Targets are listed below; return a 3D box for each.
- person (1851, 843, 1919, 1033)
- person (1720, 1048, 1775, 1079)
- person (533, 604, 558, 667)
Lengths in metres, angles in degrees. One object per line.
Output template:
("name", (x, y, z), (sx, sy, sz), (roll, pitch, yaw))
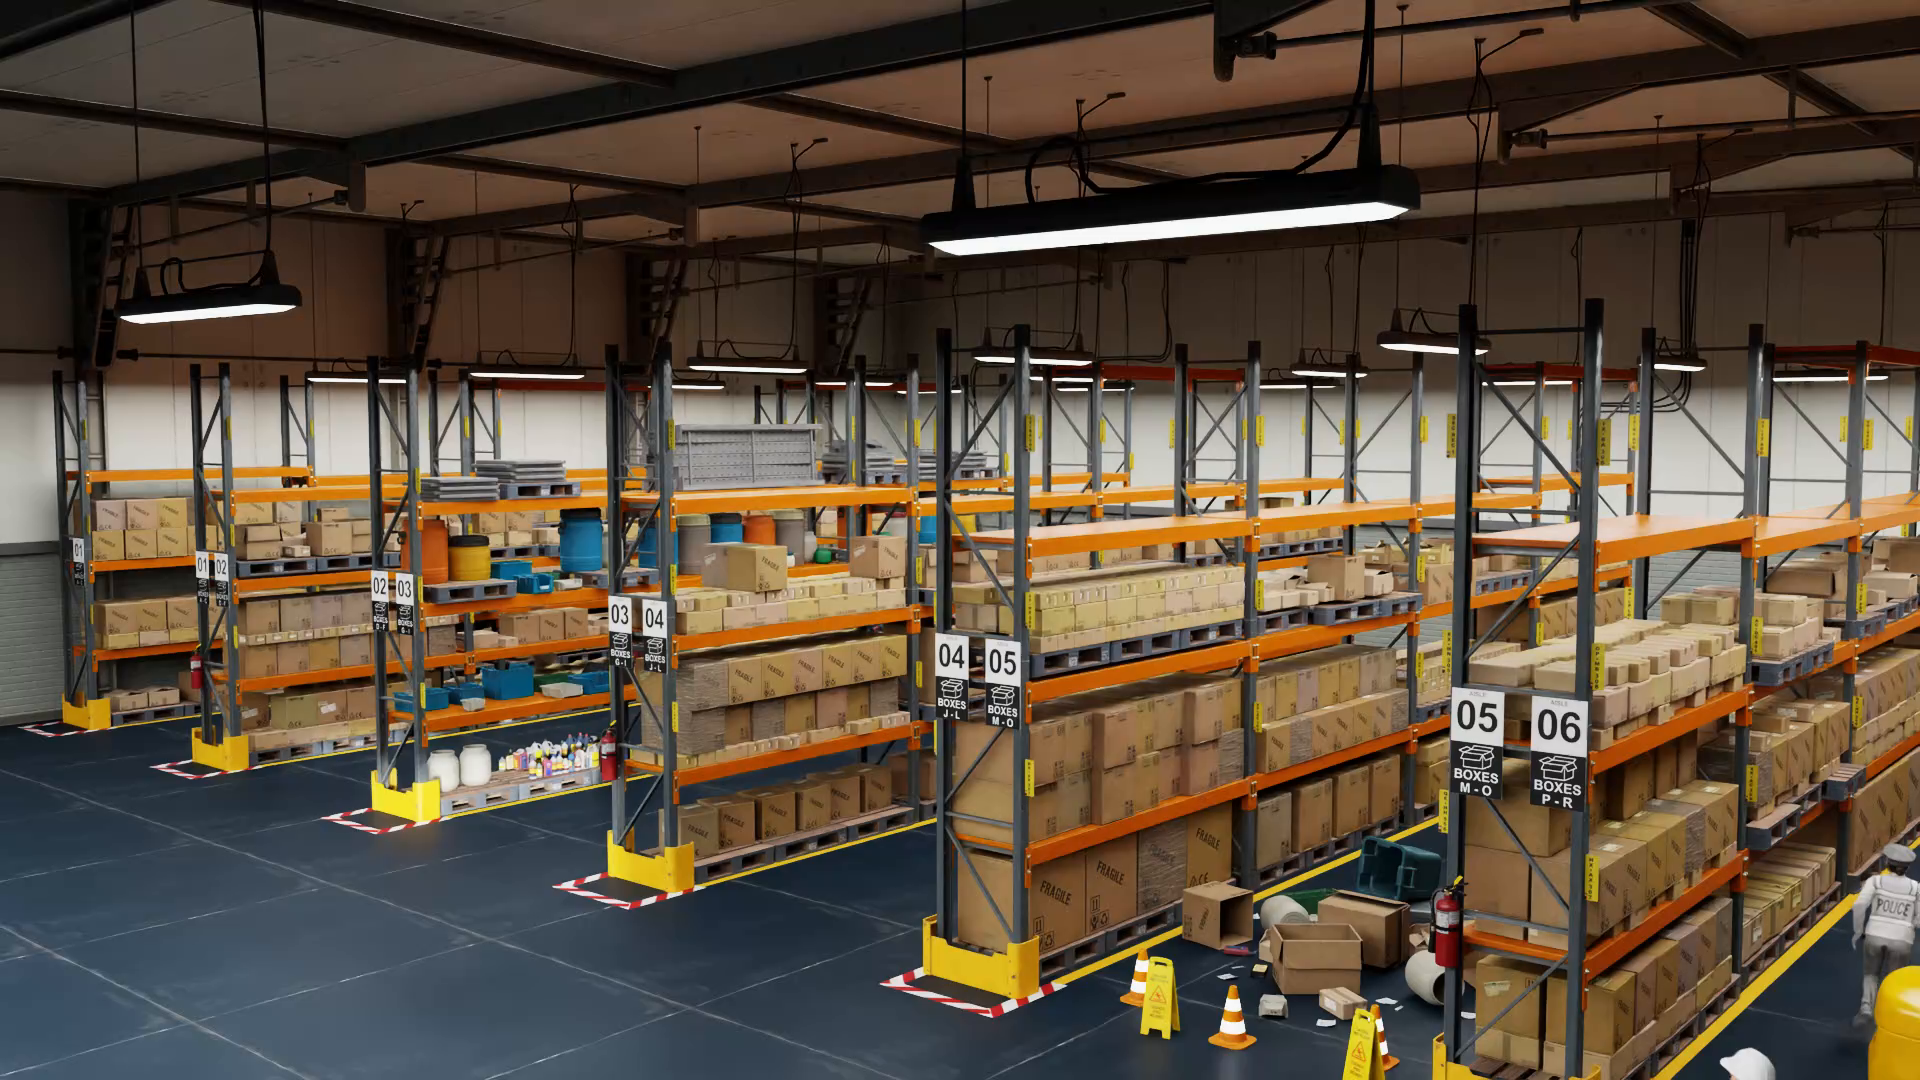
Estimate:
("person", (7.825, 3.374, 13.989), (0.539, 1.578, 0.706), (4, 6, 42))
("person", (4.379, 3.648, 9.100), (0.592, 1.722, 1.047), (-4, 6, -45))
("person", (-7.877, 2.046, 31.254), (0.494, 1.715, 0.599), (-4, 6, -42))
